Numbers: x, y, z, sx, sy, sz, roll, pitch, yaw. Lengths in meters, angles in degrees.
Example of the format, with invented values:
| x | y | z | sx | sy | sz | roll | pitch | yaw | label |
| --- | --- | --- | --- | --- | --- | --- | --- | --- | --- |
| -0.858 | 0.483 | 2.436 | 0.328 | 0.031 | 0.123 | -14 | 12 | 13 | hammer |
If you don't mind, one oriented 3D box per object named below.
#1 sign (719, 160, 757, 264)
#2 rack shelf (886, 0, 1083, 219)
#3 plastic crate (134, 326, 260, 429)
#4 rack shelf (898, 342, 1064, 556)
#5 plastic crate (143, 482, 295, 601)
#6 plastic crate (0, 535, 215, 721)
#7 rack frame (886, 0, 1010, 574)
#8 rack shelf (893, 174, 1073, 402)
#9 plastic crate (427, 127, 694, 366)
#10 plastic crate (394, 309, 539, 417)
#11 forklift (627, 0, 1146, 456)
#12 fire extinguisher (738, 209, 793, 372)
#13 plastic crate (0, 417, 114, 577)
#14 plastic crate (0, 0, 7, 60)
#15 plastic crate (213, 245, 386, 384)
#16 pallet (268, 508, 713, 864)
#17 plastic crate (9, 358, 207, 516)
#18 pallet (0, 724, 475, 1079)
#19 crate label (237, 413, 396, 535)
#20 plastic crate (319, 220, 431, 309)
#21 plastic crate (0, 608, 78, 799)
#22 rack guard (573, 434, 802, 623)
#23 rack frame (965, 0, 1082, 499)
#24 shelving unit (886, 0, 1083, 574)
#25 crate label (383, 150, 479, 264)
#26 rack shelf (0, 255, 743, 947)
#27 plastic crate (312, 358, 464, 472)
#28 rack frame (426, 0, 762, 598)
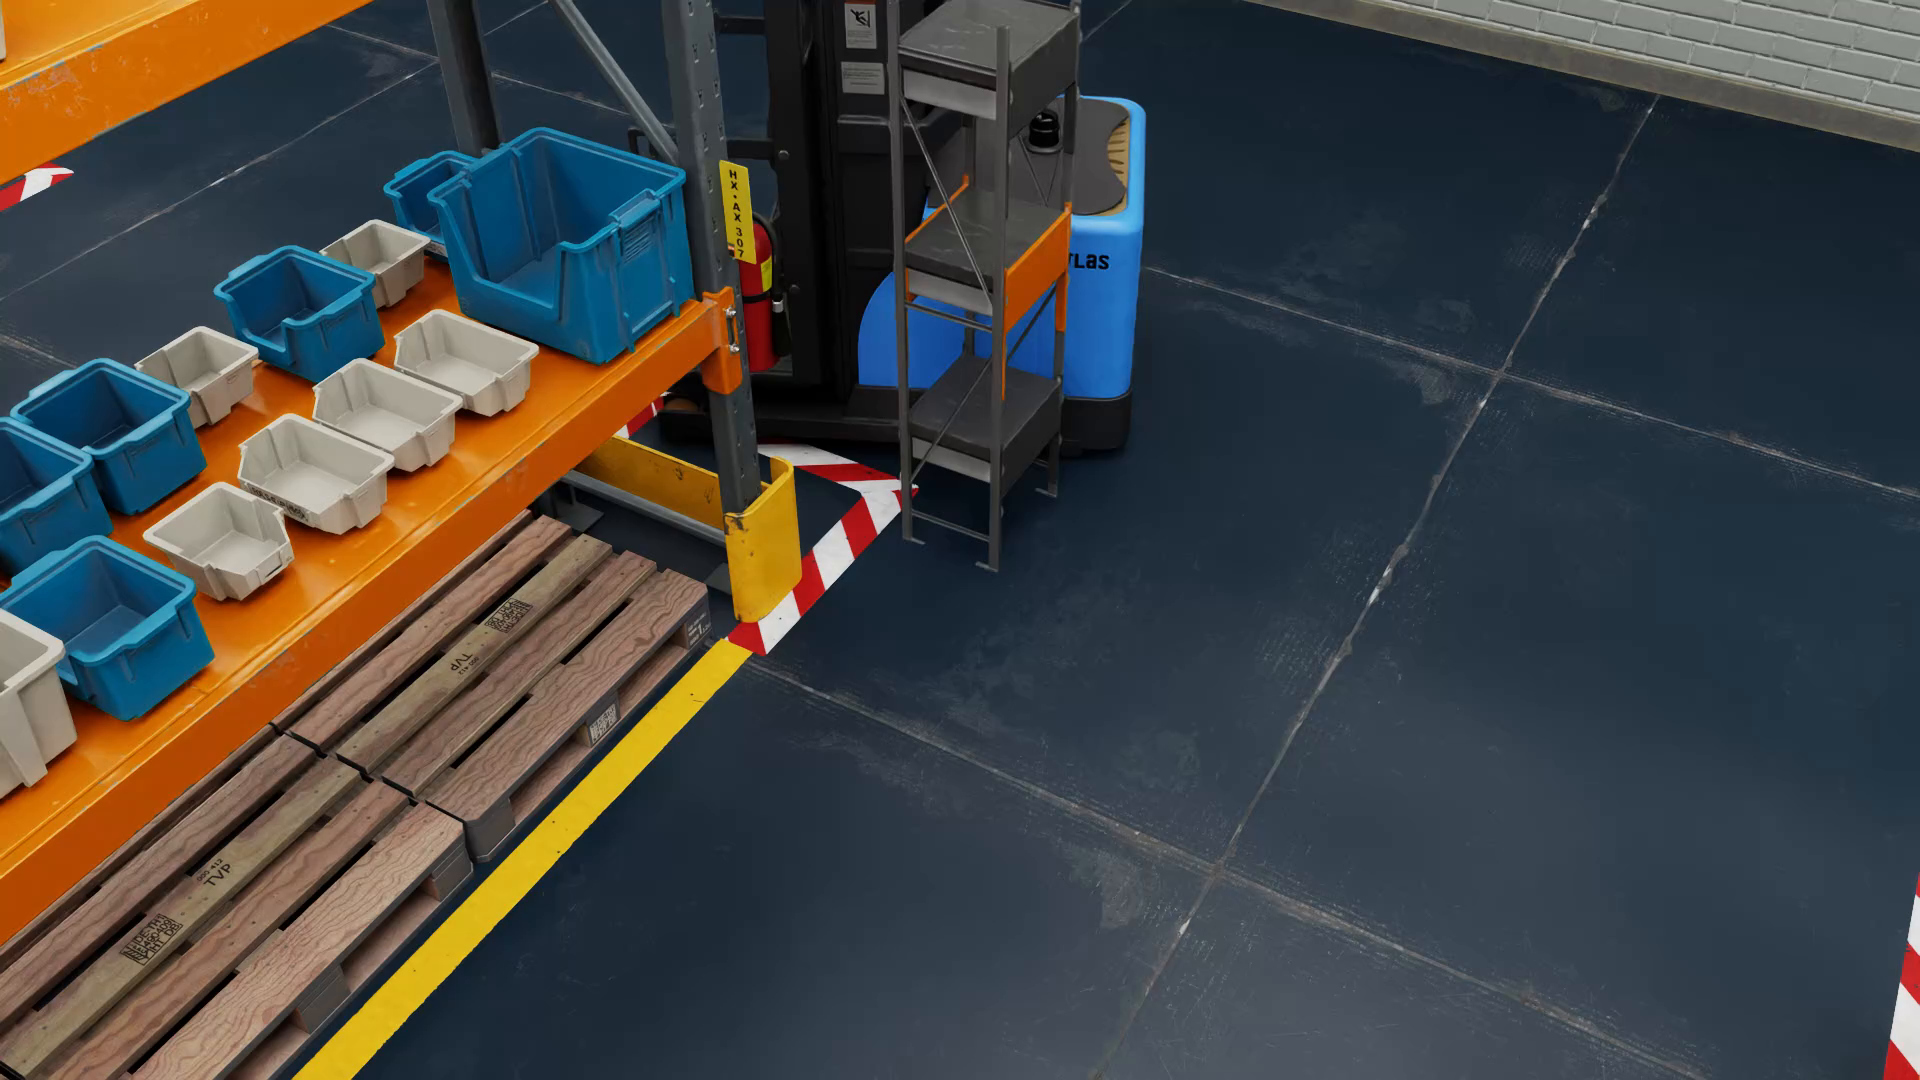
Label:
| x | y | z | sx | sy | sz | roll | pitch | yaw | label |
| --- | --- | --- | --- | --- | --- | --- | --- | --- | --- |
| -0.663 | -0.977 | 4.966 | 0.100 | 0.325 | 0.005 | 21 | 45 | 22 | sign |
| 0.080 | -1.388 | 5.199 | 0.431 | 0.518 | 0.480 | 20 | 45 | 21 | rack shelf |
| -2.127 | -0.435 | 4.628 | 0.250 | 0.136 | 0.298 | 21 | 45 | 22 | plastic crate |
| 0.080 | -0.338 | 6.124 | 0.431 | 0.518 | 0.480 | 20 | 45 | 21 | rack shelf |
| -1.806 | 0.019 | 4.113 | 0.298 | 0.136 | 0.250 | 21 | 45 | 22 | plastic crate |
| -1.953 | 0.212 | 3.821 | 0.416 | 0.233 | 0.300 | 21 | 45 | 22 | plastic crate |
| -0.037 | -0.731 | 5.492 | 0.400 | 2.100 | 0.015 | 20 | 45 | 21 | rack frame |
| 0.080 | -0.863 | 5.662 | 0.431 | 0.518 | 0.480 | 20 | 45 | 21 | rack shelf |
| -1.153 | -0.870 | 4.897 | 0.616 | 0.435 | 0.499 | 21 | 45 | 22 | plastic crate |
| -1.398 | -0.485 | 4.685 | 0.396 | 0.136 | 0.243 | 21 | 45 | 22 | plastic crate |
| -0.795 | -1.835 | 6.116 | 3.031 | 2.935 | 1.130 | 4 | 41 | 4 | forklift |
| -0.678 | -0.855 | 5.292 | 0.296 | 0.674 | 0.183 | 21 | 45 | 22 | fire extinguisher |
| -2.365 | -0.090 | 4.164 | 0.416 | 0.233 | 0.300 | 21 | 45 | 22 | plastic crate |
| -1.966 | -0.850 | 2.876 | 0.437 | 0.136 | 0.530 | 21 | 45 | 22 | plastic crate |
| -1.885 | -0.639 | 4.787 | 0.416 | 0.233 | 0.300 | 21 | 45 | 22 | plastic crate |
| -1.593 | 0.418 | 5.616 | 1.003 | 0.211 | 1.213 | 21 | 45 | 22 | pallet |
| -2.215 | -0.262 | 4.359 | 0.416 | 0.233 | 0.300 | 21 | 45 | 22 | plastic crate |
| -2.205 | 1.113 | 4.826 | 1.003 | 0.211 | 1.213 | 21 | 45 | 22 | pallet |
| -1.674 | -0.156 | 4.312 | 0.396 | 0.136 | 0.243 | 21 | 45 | 22 | crate label |
| -1.788 | -0.823 | 5.069 | 0.250 | 0.136 | 0.298 | 21 | 45 | 22 | plastic crate |
| -2.225 | 0.410 | 3.559 | 0.437 | 0.282 | 0.530 | 21 | 45 | 22 | plastic crate |
| -1.146 | -0.168 | 6.062 | 1.175 | 0.500 | 0.348 | 21 | 45 | 22 | rack guard |
| 0.197 | -1.015 | 5.814 | 0.400 | 2.100 | 0.015 | 20 | 45 | 21 | rack frame |
| 0.080 | -0.873 | 5.653 | 0.431 | 2.100 | 0.503 | 20 | 45 | 21 | shelving unit |
| -1.556 | -1.015 | 5.214 | 0.416 | 0.233 | 0.303 | 21 | 45 | 22 | crate label |
| -2.148 | 0.326 | 4.154 | 1.077 | 0.370 | 4.000 | 21 | 45 | 22 | rack shelf |
| -1.556 | -0.324 | 4.502 | 0.396 | 0.136 | 0.243 | 21 | 45 | 22 | plastic crate |
| -1.147 | -1.088 | 5.216 | 1.000 | 3.000 | 0.127 | 21 | 45 | 22 | rack frame |
